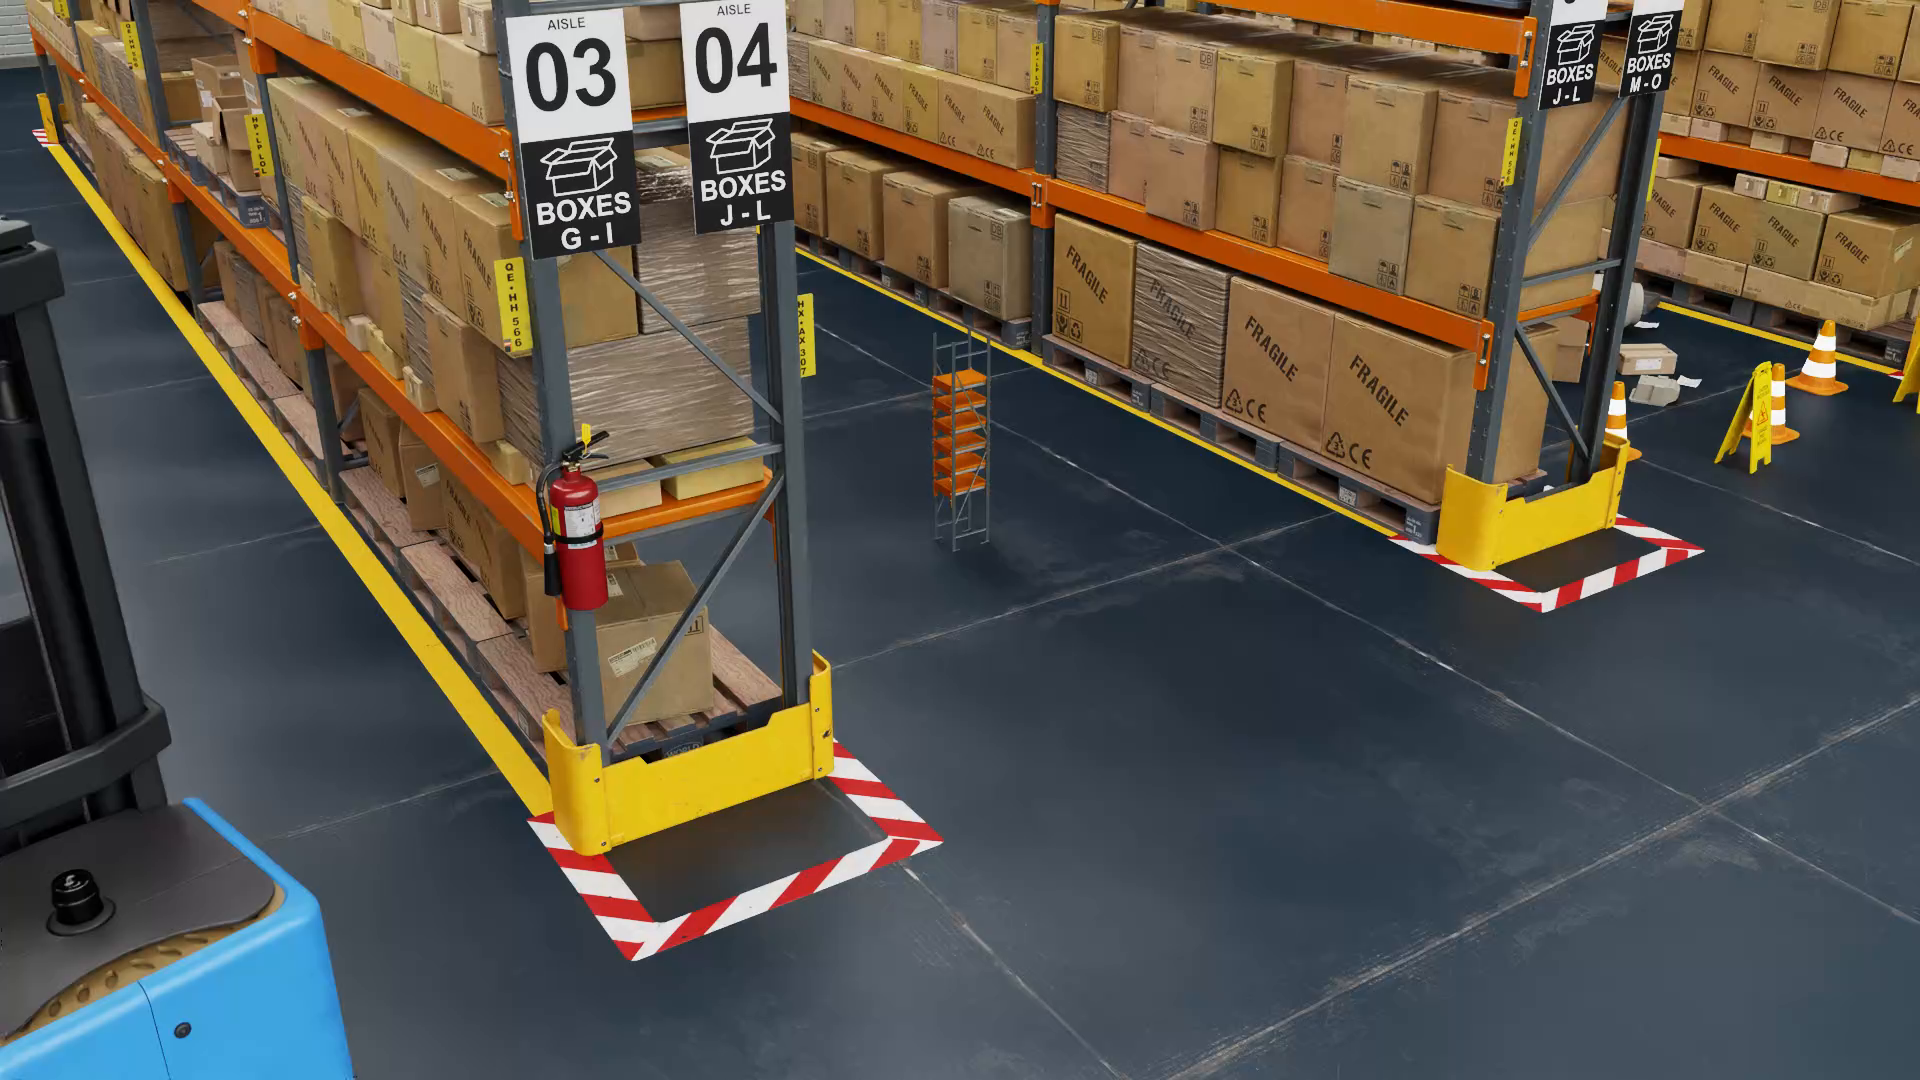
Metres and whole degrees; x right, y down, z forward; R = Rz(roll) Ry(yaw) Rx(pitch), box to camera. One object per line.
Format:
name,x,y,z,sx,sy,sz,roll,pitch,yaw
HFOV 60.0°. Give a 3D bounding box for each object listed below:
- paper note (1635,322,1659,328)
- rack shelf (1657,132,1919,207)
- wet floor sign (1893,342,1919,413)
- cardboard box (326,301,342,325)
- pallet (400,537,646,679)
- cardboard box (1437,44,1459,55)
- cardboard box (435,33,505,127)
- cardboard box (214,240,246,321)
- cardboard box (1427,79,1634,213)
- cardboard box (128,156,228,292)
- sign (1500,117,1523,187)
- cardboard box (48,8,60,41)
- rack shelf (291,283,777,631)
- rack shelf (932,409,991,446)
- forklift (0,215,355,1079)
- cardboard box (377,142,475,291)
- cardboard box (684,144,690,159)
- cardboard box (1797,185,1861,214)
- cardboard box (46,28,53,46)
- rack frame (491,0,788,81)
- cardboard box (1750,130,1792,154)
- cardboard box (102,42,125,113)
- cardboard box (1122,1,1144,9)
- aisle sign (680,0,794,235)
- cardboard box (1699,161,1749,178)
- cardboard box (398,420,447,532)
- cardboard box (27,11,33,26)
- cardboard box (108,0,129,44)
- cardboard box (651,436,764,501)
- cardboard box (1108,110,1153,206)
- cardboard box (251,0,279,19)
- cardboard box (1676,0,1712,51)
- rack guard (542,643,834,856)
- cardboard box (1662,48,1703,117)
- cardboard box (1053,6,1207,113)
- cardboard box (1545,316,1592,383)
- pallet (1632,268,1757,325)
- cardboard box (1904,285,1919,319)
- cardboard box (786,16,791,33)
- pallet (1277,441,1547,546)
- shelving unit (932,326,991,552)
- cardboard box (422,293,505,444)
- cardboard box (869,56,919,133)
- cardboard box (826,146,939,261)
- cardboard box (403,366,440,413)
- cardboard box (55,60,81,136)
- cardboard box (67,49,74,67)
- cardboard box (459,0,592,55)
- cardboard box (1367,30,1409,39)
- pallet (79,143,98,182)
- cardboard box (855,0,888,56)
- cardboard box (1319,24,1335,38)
paper note,5.250,-1.648,12.706,0.148,0.019,0.142,18,31,33
rack shelf,6.152,-2.962,12.854,1.077,0.370,4.000,-16,29,-30
wet floor sign,6.451,-1.190,11.015,0.267,0.644,0.232,-6,26,-12
cardboard box,-3.092,-1.257,8.694,0.380,0.149,0.250,-16,29,-30
pallet,-2.176,0.236,8.502,1.003,0.211,1.213,-16,29,-30
cardboard box,4.419,-4.297,14.642,0.380,0.149,0.250,-17,30,-31
cardboard box,-1.535,-1.665,5.924,0.500,0.250,0.500,-15,29,-28
cardboard box,-5.044,-1.958,12.296,0.700,0.500,0.500,-17,30,-32
cardboard box,2.982,-2.080,8.702,0.875,0.550,0.550,-16,29,-30
cardboard box,-5.785,-2.605,13.251,1.225,0.875,0.875,-17,30,-32
sign,2.690,-1.892,8.109,0.100,0.325,0.005,-16,29,-30
cardboard box,-8.634,-5.085,16.336,0.500,0.250,0.500,-15,29,-29
rack shelf,-2.151,-0.653,7.962,1.077,0.370,4.000,-16,29,-30
rack shelf,0.008,-0.606,8.951,0.258,0.103,0.180,-16,29,-30
forklift,-3.203,0.372,5.028,3.031,2.935,1.130,21,33,38
cardboard box,-2.115,-1.391,7.045,0.500,0.500,0.500,-16,29,-30
cardboard box,-2.376,-3.850,16.327,0.500,0.500,0.500,-17,30,-32
cardboard box,6.332,-2.492,12.107,0.380,0.149,0.250,-15,29,-28
cardboard box,-9.035,-5.118,16.872,0.380,0.149,0.250,-16,30,-31
rack frame,-1.059,-2.976,5.012,1.000,3.000,0.127,-16,29,-30
cardboard box,6.104,-2.984,12.351,0.380,0.149,0.250,-16,30,-30
cardboard box,-6.734,-3.835,13.743,0.500,0.500,0.500,-15,29,-29
cardboard box,2.091,-5.665,17.912,0.500,0.250,0.500,-15,29,-29
aisle sign,-0.774,-1.486,5.839,0.394,0.787,0.004,-16,29,-30
cardboard box,6.167,-2.776,13.466,0.500,0.500,0.500,-14,29,-27
cardboard box,-2.739,-0.397,9.014,0.500,0.500,0.500,-6,26,-13
cardboard box,-9.876,-5.668,18.037,0.380,0.149,0.250,-15,29,-29
cardboard box,-6.537,-4.360,13.680,0.797,0.503,0.637,-14,29,-28
cardboard box,-1.015,-0.307,6.680,0.380,0.149,0.250,-16,29,-30
cardboard box,1.499,-2.560,10.984,0.875,0.550,0.550,-16,29,-30
cardboard box,-3.211,-2.761,8.248,0.500,0.250,0.500,-17,30,-32
cardboard box,5.631,-4.053,12.685,0.700,0.500,0.500,-16,30,-31
rack guard,-1.100,0.841,6.884,1.175,0.500,0.348,-16,29,-30
cardboard box,5.624,-3.603,12.904,0.500,0.500,0.500,-16,30,-30
cardboard box,1.141,-3.229,11.136,0.875,0.550,0.550,-16,29,-30
cardboard box,4.164,-1.481,11.799,0.637,0.503,0.797,7,26,15
pallet,6.127,-2.073,13.394,1.003,0.211,1.213,-16,29,-30
cardboard box,7.036,-1.872,12.430,0.500,0.250,0.500,-16,30,-30
cardboard box,-1.461,-4.771,15.296,0.380,0.149,0.250,-14,29,-27
pallet,2.650,-0.389,9.827,1.003,0.211,1.213,-16,29,-30
shelving unit,0.008,-0.537,8.983,0.258,1.200,0.189,-16,29,-30
cardboard box,-1.710,-0.796,6.958,0.875,0.500,0.500,-16,29,-30
cardboard box,-0.371,-3.525,13.086,0.500,0.500,0.500,-16,30,-30
cardboard box,-0.478,-2.866,13.950,1.050,0.750,0.750,-15,29,-29
cardboard box,-2.294,-0.715,7.545,0.380,0.149,0.250,-16,29,-30
cardboard box,-9.377,-5.004,18.334,0.875,0.875,0.875,-16,29,-30
cardboard box,-8.192,-4.566,15.703,0.380,0.149,0.250,-15,29,-29
cardboard box,-1.472,-1.758,5.655,0.380,0.149,0.250,-16,29,-30
cardboard box,4.068,-4.847,15.047,0.500,0.500,0.500,-14,29,-28
pallet,-8.629,-4.021,17.520,1.003,0.211,1.213,-16,29,-30
cardboard box,-0.419,-4.215,13.376,0.700,0.500,0.500,-16,30,-30
cardboard box,3.652,-4.870,15.854,0.380,0.149,0.250,-14,29,-28
